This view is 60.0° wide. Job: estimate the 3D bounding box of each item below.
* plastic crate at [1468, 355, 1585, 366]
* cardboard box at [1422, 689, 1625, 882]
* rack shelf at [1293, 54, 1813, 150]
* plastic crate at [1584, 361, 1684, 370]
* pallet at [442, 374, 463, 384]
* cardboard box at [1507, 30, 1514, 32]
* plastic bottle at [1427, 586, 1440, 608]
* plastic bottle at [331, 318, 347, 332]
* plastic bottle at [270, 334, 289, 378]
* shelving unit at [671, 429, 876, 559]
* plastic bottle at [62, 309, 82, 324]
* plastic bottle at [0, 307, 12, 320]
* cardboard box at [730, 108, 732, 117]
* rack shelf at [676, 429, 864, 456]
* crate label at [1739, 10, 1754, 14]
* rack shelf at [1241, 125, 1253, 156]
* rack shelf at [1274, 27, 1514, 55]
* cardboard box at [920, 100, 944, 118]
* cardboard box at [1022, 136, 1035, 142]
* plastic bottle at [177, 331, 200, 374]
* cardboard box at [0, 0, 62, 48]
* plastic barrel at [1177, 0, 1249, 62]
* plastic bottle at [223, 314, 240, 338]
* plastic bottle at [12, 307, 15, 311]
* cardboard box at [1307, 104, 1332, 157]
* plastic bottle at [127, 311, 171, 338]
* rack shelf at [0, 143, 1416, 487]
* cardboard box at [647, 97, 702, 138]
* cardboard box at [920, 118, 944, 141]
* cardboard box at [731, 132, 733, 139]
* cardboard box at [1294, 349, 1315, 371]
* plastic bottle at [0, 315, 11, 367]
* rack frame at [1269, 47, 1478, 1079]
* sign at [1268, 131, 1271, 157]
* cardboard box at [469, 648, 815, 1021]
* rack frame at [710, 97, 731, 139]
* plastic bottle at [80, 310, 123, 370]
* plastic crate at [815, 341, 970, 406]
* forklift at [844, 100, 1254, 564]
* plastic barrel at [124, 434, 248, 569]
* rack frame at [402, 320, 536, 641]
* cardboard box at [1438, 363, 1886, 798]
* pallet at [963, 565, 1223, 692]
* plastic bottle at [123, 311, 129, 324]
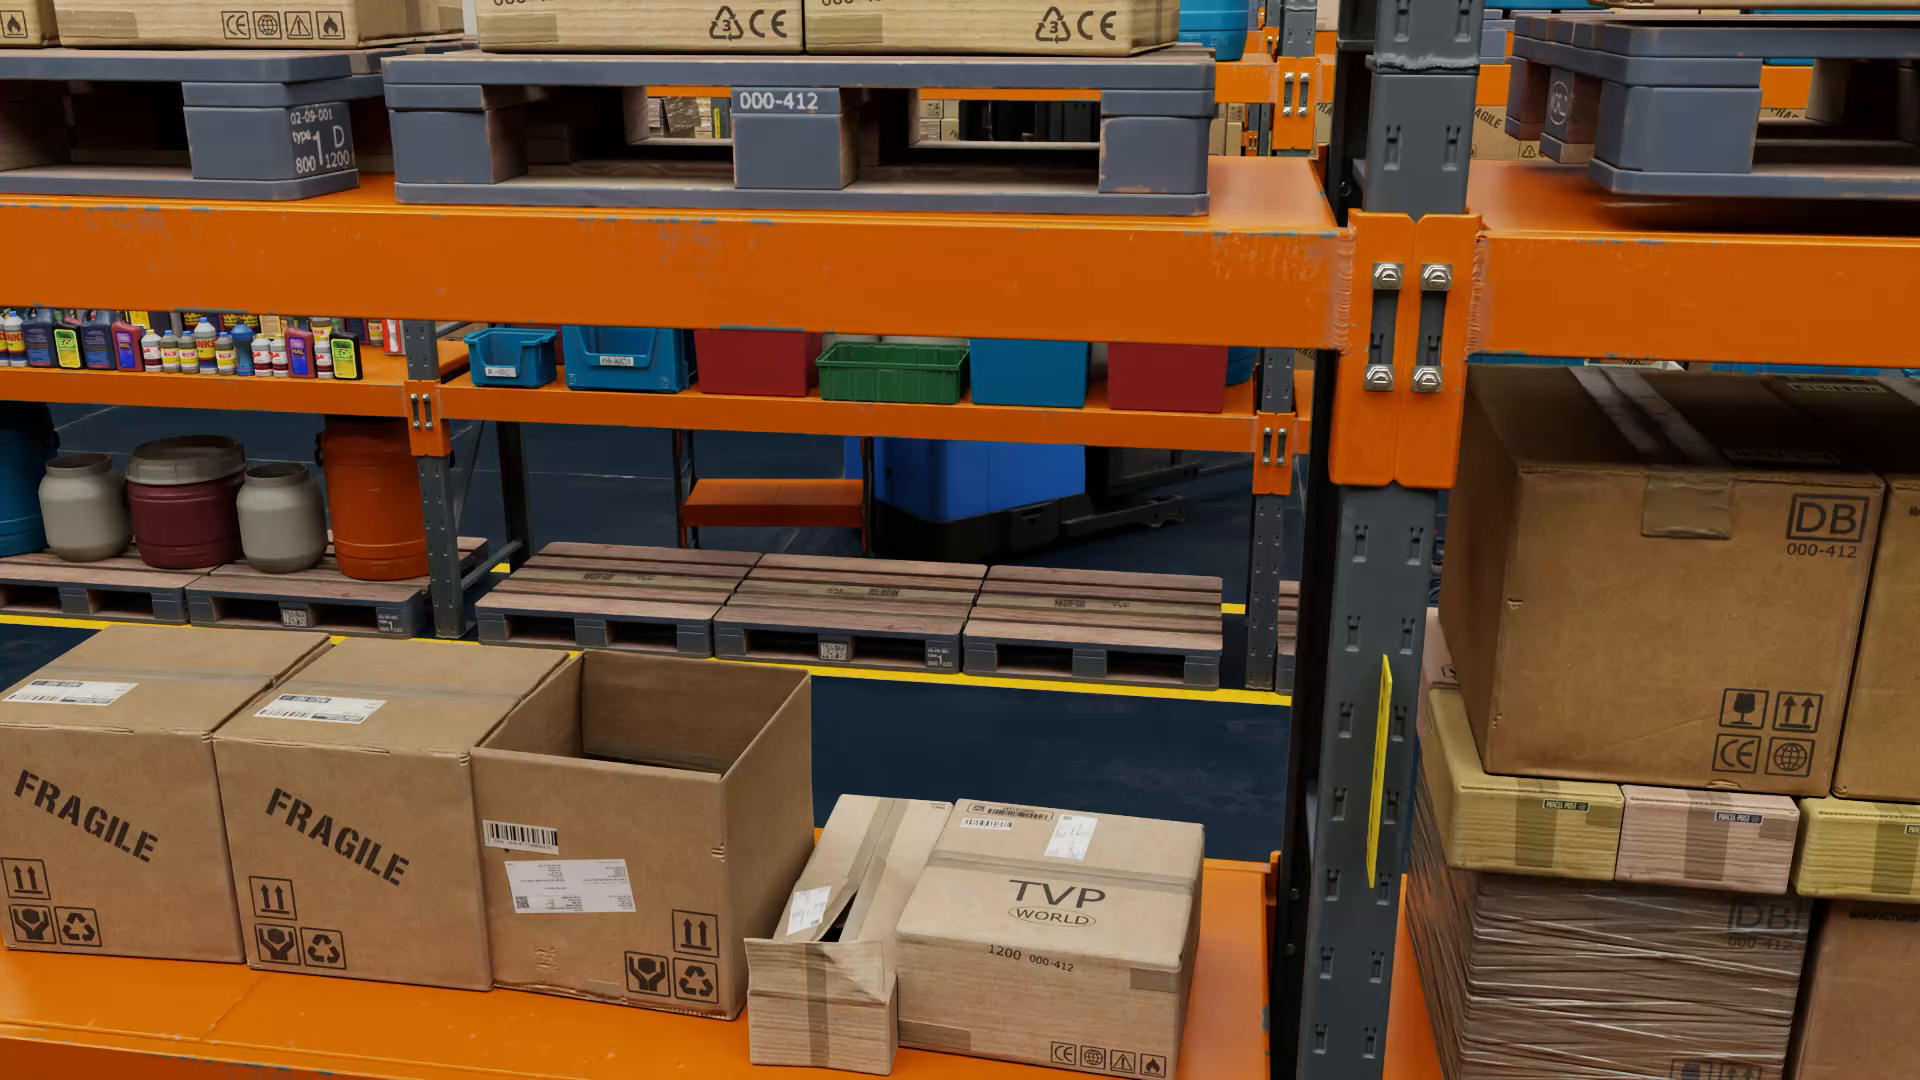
[{"bbox_3d":[2.601,-0.838,7.813,0.616,0.251,0.499,3,19,9],"label":"plastic crate"},{"bbox_3d":[0.911,0.392,2.724,0.250,0.149,0.380,3,19,9],"label":"cardboard box"},{"bbox_3d":[3.440,-1.859,7.039,4.000,0.370,1.077,3,19,9],"label":"rack shelf"},{"bbox_3d":[3.109,-0.751,7.737,0.437,0.136,0.530,3,19,9],"label":"plastic crate"},{"bbox_3d":[-3.666,-1.435,13.758,1.213,0.211,1.003,3,19,9],"label":"pallet"},{"bbox_3d":[3.667,-3.625,11.420,0.500,0.250,0.500,2,19,6],"label":"cardboard box"},{"bbox_3d":[2.197,0.340,7.542,0.185,0.351,0.144,3,19,10],"label":"plastic bottle"},{"bbox_3d":[-3.317,-1.167,8.761,0.135,0.276,0.152,3,19,9],"label":"plastic bottle"},{"bbox_3d":[-3.290,-0.896,8.066,0.097,0.201,0.097,0,18,0],"label":"plastic bottle"},{"bbox_3d":[-1.012,-0.385,9.179,1.048,1.125,0.538,0,19,0],"label":"shelving unit"},{"bbox_3d":[-4.384,-1.004,8.260,0.133,0.283,0.061,3,19,9],"label":"plastic bottle"},{"bbox_3d":[-5.136,-1.218,8.919,0.097,0.271,0.097,0,18,0],"label":"plastic bottle"},{"bbox_3d":[-2.376,-4.476,17.251,0.250,0.149,0.380,3,19,9],"label":"cardboard box"},{"bbox_3d":[-1.012,-0.662,9.086,1.000,0.278,0.538,0,19,0],"label":"rack shelf"},{"bbox_3d":[3.619,-2.227,7.239,0.408,0.251,0.502,3,19,9],"label":"crate label"},{"bbox_3d":[1.848,-5.295,22.033,4.000,0.370,1.077,3,19,9],"label":"rack shelf"},{"bbox_3d":[4.226,-3.411,11.677,4.000,0.370,1.077,3,19,9],"label":"rack shelf"},{"bbox_3d":[-0.370,-4.676,17.319,0.500,0.500,0.700,3,19,8],"label":"cardboard box"},{"bbox_3d":[0.525,-2.737,12.431,0.637,0.503,0.797,5,19,14],"label":"cardboard box"},{"bbox_3d":[-3.770,-0.920,8.139,0.097,0.201,0.097,0,18,0],"label":"plastic bottle"},{"bbox_3d":[-1.733,-1.021,2.973,0.500,0.250,0.500,3,19,8],"label":"cardboard box"},{"bbox_3d":[0.929,-2.496,7.020,0.708,0.901,0.600,3,19,9],"label":"plastic barrel"},{"bbox_3d":[-3.882,-1.203,8.874,0.097,0.271,0.097,0,18,0],"label":"plastic bottle"},{"bbox_3d":[-5.134,-1.260,9.037,0.135,0.276,0.152,3,19,9],"label":"plastic bottle"},{"bbox_3d":[2.655,-2.991,11.812,0.500,0.500,0.500,3,19,9],"label":"cardboard box"},{"bbox_3d":[-4.277,-1.204,8.753,0.185,0.351,0.144,3,19,9],"label":"plastic bottle"},{"bbox_3d":[-1.299,-0.509,3.003,4.000,0.370,1.077,3,19,9],"label":"rack shelf"},{"bbox_3d":[-2.418,-3.197,12.891,0.637,0.503,0.797,4,19,11],"label":"cardboard box"},{"bbox_3d":[-0.411,-4.121,17.234,0.500,0.500,0.500,3,19,9],"label":"cardboard box"},{"bbox_3d":[-2.382,-4.194,17.344,0.250,0.149,0.380,2,19,6],"label":"cardboard box"},{"bbox_3d":[2.640,-1.411,12.572,0.500,0.500,0.500,2,19,7],"label":"cardboard box"},{"bbox_3d":[-4.783,-1.005,8.282,0.097,0.271,0.097,0,18,0],"label":"plastic bottle"},{"bbox_3d":[0.676,0.673,3.064,0.127,3.000,1.000,3,19,9],"label":"rack frame"},{"bbox_3d":[2.167,-2.805,11.635,0.005,0.325,0.100,3,19,9],"label":"sign"},{"bbox_3d":[-0.600,0.555,3.259,0.500,0.500,0.500,4,19,13],"label":"cardboard box"},{"bbox_3d":[-1.698,-2.632,12.941,0.127,3.000,1.000,3,19,9],"label":"rack frame"},{"bbox_3d":[-4.230,-1.022,8.208,0.185,0.351,0.144,3,19,9],"label":"plastic bottle"},{"bbox_3d":[-0.299,-0.777,7.733,0.662,0.188,0.450,3,19,9],"label":"plastic crate"},{"bbox_3d":[0.804,-1.587,9.927,3.031,2.935,1.130,-12,22,-33],"label":"forklift"},{"bbox_3d":[-4.085,-0.212,8.847,0.708,0.588,0.600,3,19,9],"label":"plastic barrel"},{"bbox_3d":[-2.484,-1.080,8.303,0.127,3.000,1.000,3,19,9],"label":"rack frame"},{"bbox_3d":[1.115,0.031,2.782,0.500,0.500,0.700,3,19,9],"label":"cardboard box"},{"bbox_3d":[0.684,0.416,8.226,1.213,0.211,1.003,3,19,9],"label":"pallet"},{"bbox_3d":[-4.386,-1.259,8.915,0.185,0.351,0.144,3,19,9],"label":"plastic bottle"}]
